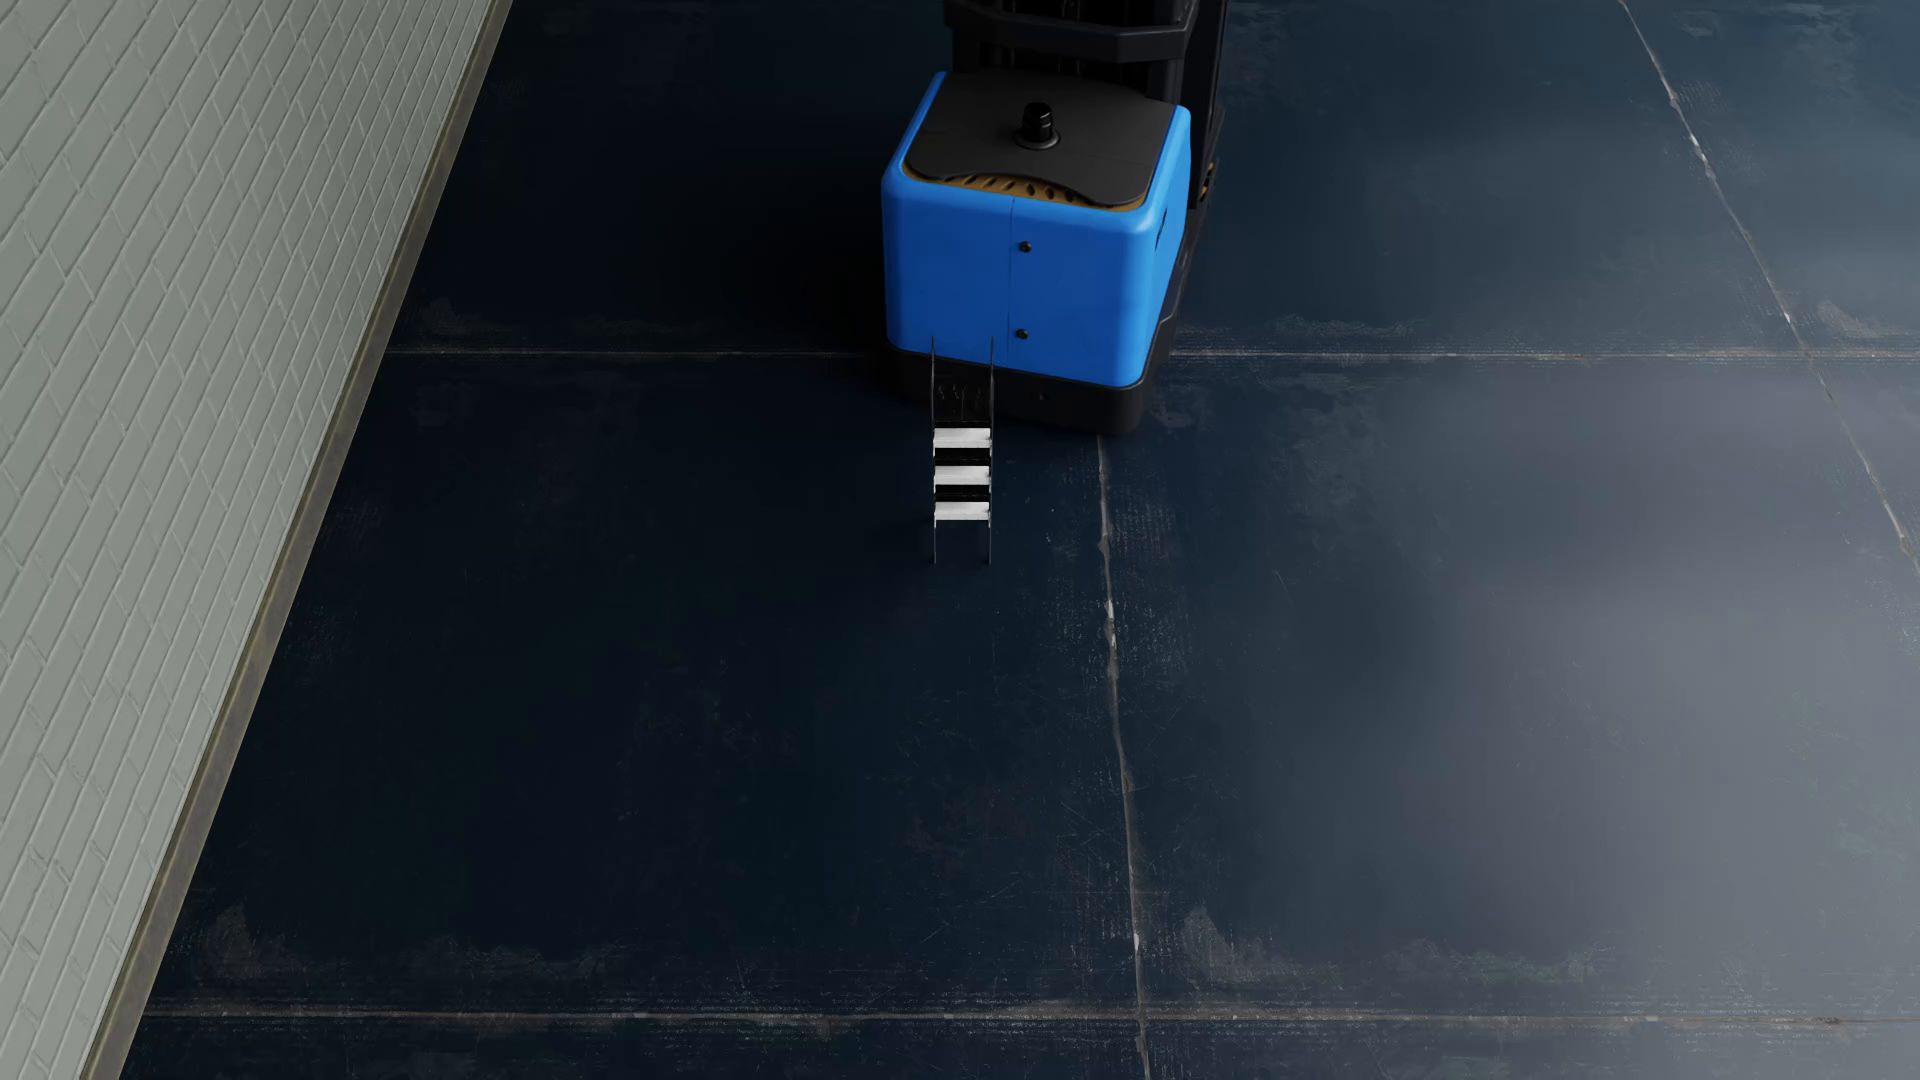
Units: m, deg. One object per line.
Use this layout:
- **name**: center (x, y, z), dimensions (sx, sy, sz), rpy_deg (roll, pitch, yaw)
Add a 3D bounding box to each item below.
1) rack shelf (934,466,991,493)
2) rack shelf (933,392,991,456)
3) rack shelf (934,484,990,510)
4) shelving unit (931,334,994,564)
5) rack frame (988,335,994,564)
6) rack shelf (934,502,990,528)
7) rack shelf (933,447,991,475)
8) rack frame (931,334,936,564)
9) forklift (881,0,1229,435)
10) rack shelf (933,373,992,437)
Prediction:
- **rack shelf**: center (0.008, -0.284, 5.945), dimensions (0.200, 0.077, 0.258), rpy_deg (0, 47, 0)
- **rack shelf**: center (0.008, -0.406, 5.813), dimensions (0.200, 0.077, 0.258), rpy_deg (0, 47, 0)
- **rack shelf**: center (0.008, -0.223, 6.011), dimensions (0.200, 0.077, 0.258), rpy_deg (0, 47, 0)
- **shelving unit**: center (0.008, -0.307, 5.921), dimensions (0.210, 0.900, 0.258), rpy_deg (0, 47, 0)
- **rack frame**: center (0.110, -0.306, 5.920), dimensions (0.006, 0.900, 0.240), rpy_deg (0, 47, 0)
- **rack shelf**: center (0.008, -0.161, 6.077), dimensions (0.200, 0.077, 0.258), rpy_deg (0, 47, 0)
- **rack shelf**: center (0.008, -0.345, 5.879), dimensions (0.200, 0.077, 0.258), rpy_deg (0, 47, 0)
- **rack frame**: center (-0.094, -0.307, 5.921), dimensions (0.006, 0.900, 0.240), rpy_deg (0, 47, 0)
- **forklift**: center (0.572, -2.514, 6.587), dimensions (1.130, 2.935, 3.031), rpy_deg (11, 48, 10)
- **rack shelf**: center (0.008, -0.468, 5.747), dimensions (0.200, 0.077, 0.258), rpy_deg (0, 47, 0)
